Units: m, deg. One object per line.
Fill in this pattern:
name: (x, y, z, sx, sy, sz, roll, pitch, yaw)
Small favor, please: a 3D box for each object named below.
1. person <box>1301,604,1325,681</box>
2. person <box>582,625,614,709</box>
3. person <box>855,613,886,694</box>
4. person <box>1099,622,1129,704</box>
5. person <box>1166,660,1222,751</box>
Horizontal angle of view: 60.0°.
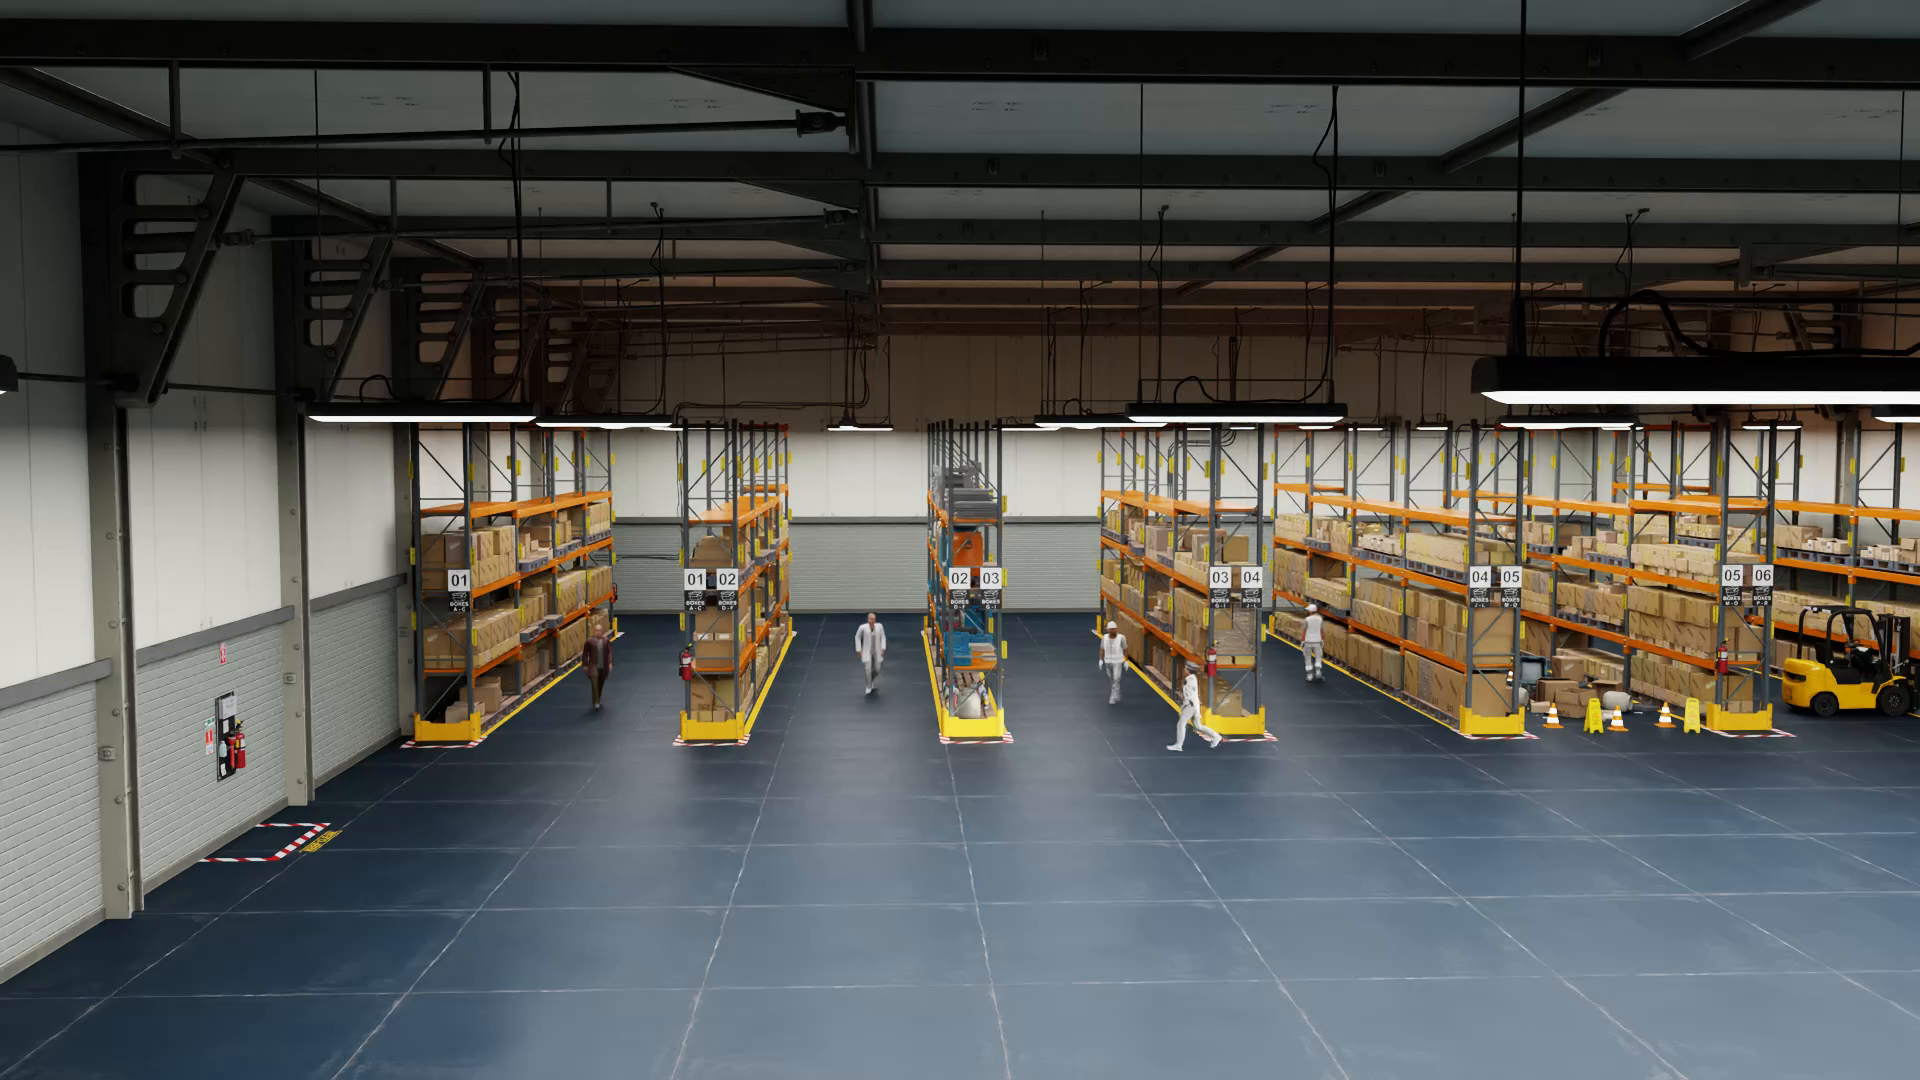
person: (8.141, 2.376, 38.412, 0.553, 1.790, 0.540, 0, 4, -1)
person: (-7.480, 2.622, 34.501, 0.600, 1.729, 1.105, -2, 4, -32)
person: (-2.004, 2.488, 36.923, 0.681, 1.768, 0.707, -1, 4, -20)
person: (3.207, 2.581, 35.045, 0.577, 1.727, 1.035, 2, 4, 31)
person: (4.227, 2.982, 29.939, 1.015, 1.627, 0.559, 0, 4, 3)
